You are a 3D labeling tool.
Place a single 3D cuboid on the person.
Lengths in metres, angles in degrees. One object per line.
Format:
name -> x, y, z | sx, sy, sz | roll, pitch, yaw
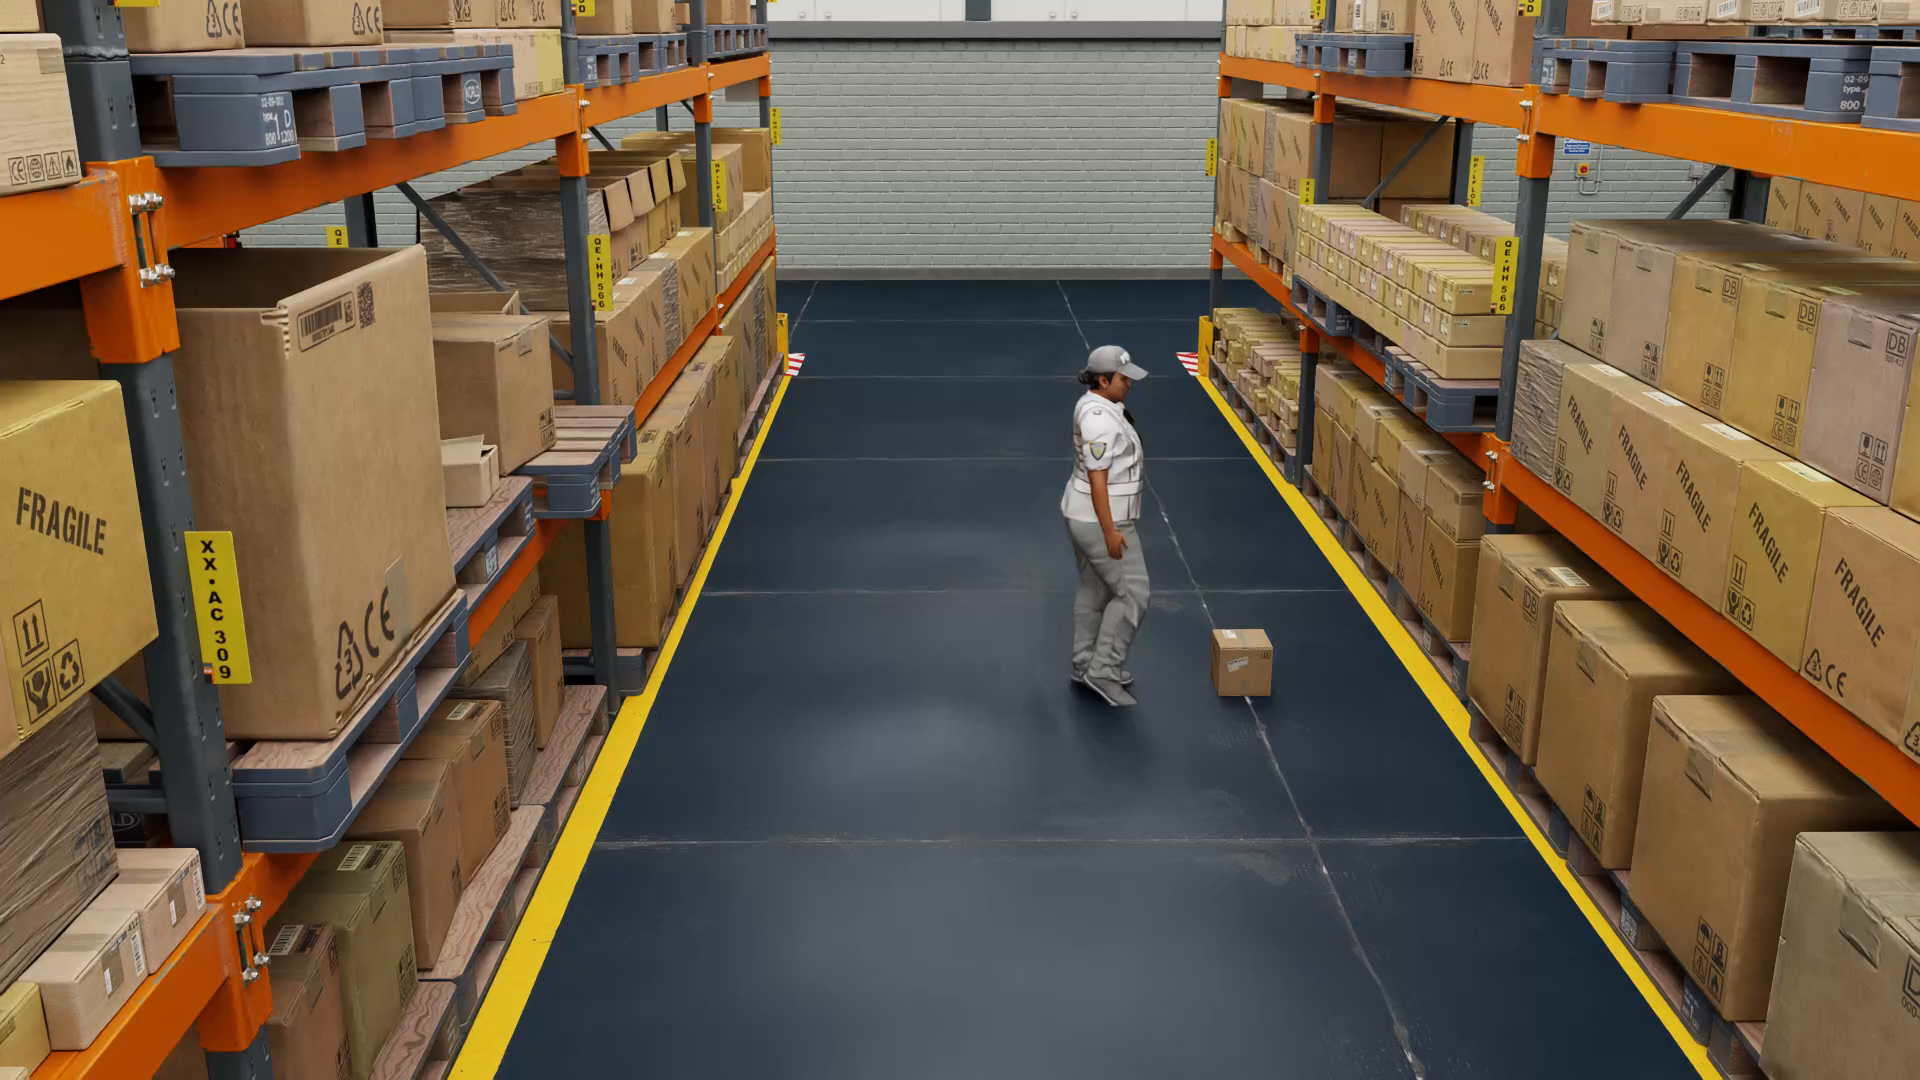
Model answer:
person -> 0.683, -0.067, 7.817 | 0.416, 1.716, 0.495 | 0, 17, 0
